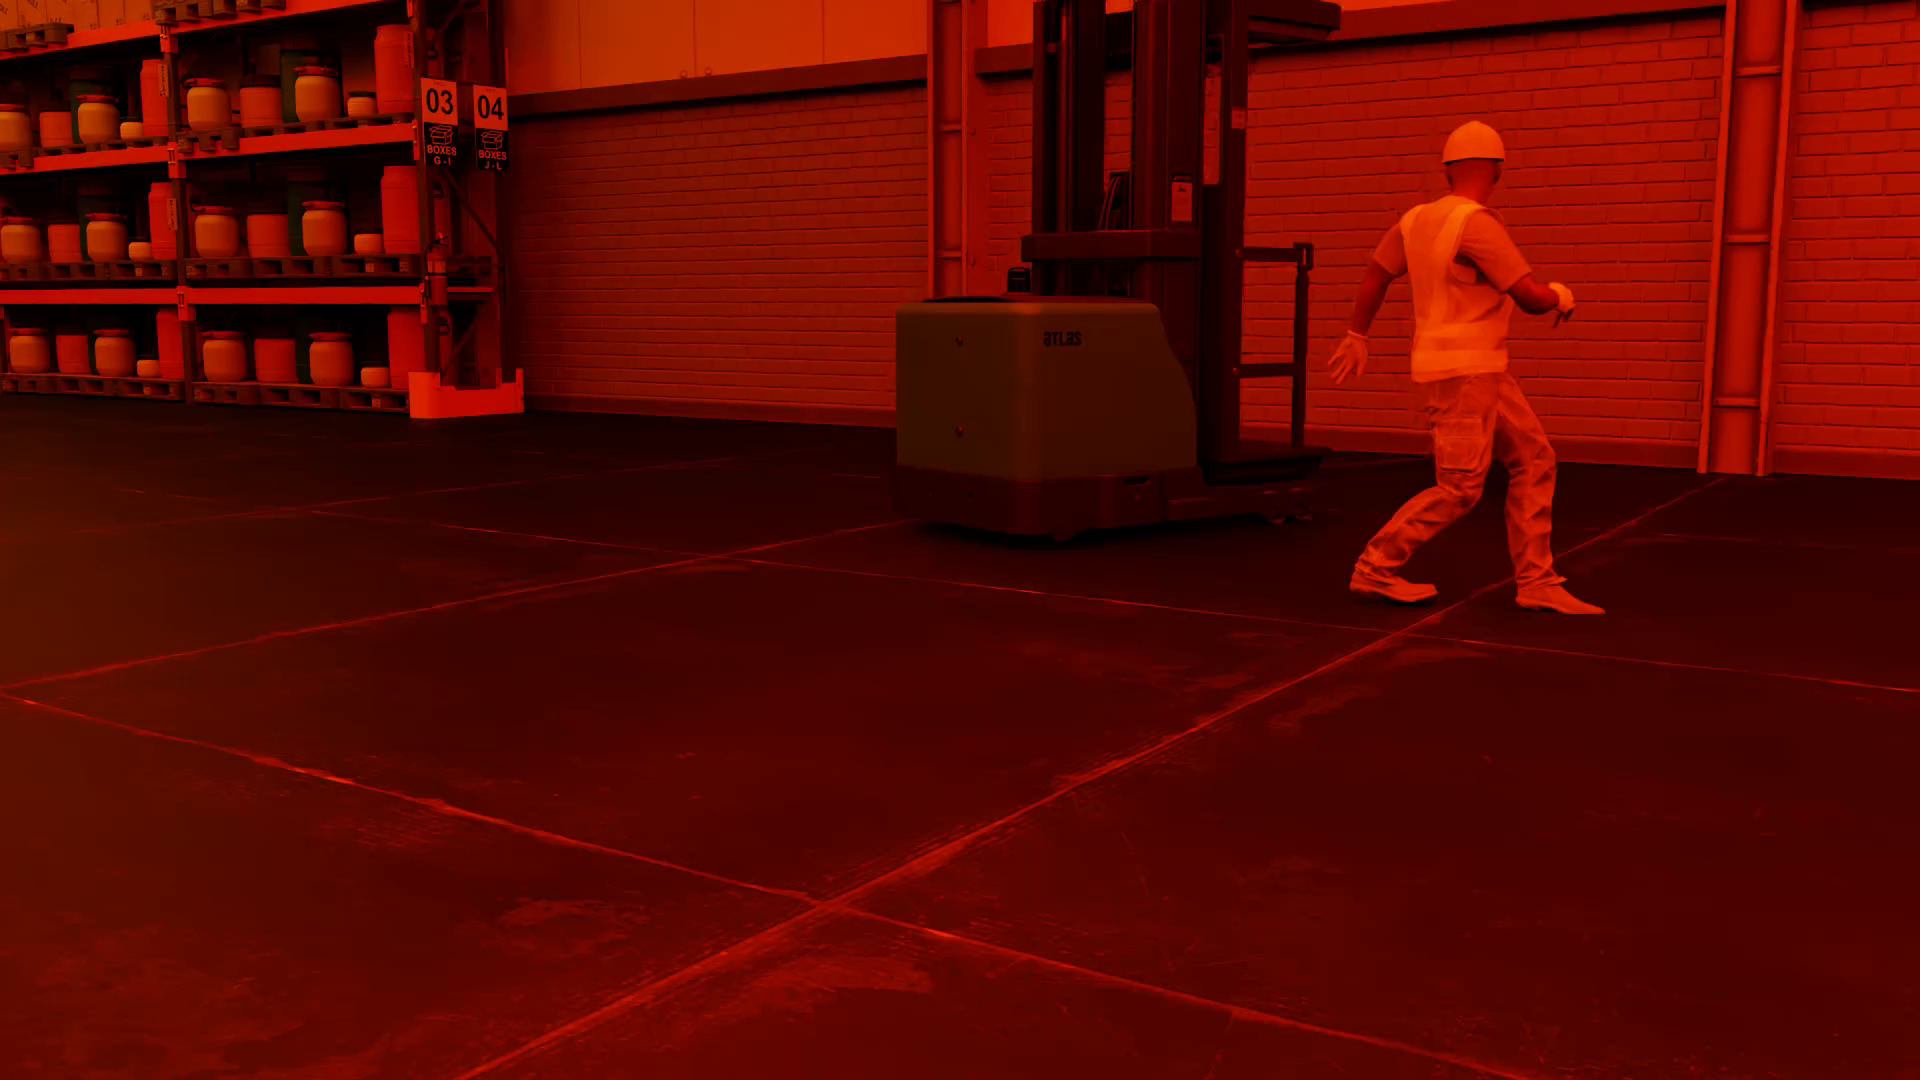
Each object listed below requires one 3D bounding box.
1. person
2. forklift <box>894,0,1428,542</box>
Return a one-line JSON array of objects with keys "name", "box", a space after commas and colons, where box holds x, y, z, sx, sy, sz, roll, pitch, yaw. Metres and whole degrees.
[{"name": "person", "box": [1.784, -0.590, 5.840, 0.992, 1.721, 0.571, 2, 8, 15]}, {"name": "forklift", "box": [1.164, -1.582, 8.317, 3.031, 2.935, 1.130, -6, 10, -37]}]
